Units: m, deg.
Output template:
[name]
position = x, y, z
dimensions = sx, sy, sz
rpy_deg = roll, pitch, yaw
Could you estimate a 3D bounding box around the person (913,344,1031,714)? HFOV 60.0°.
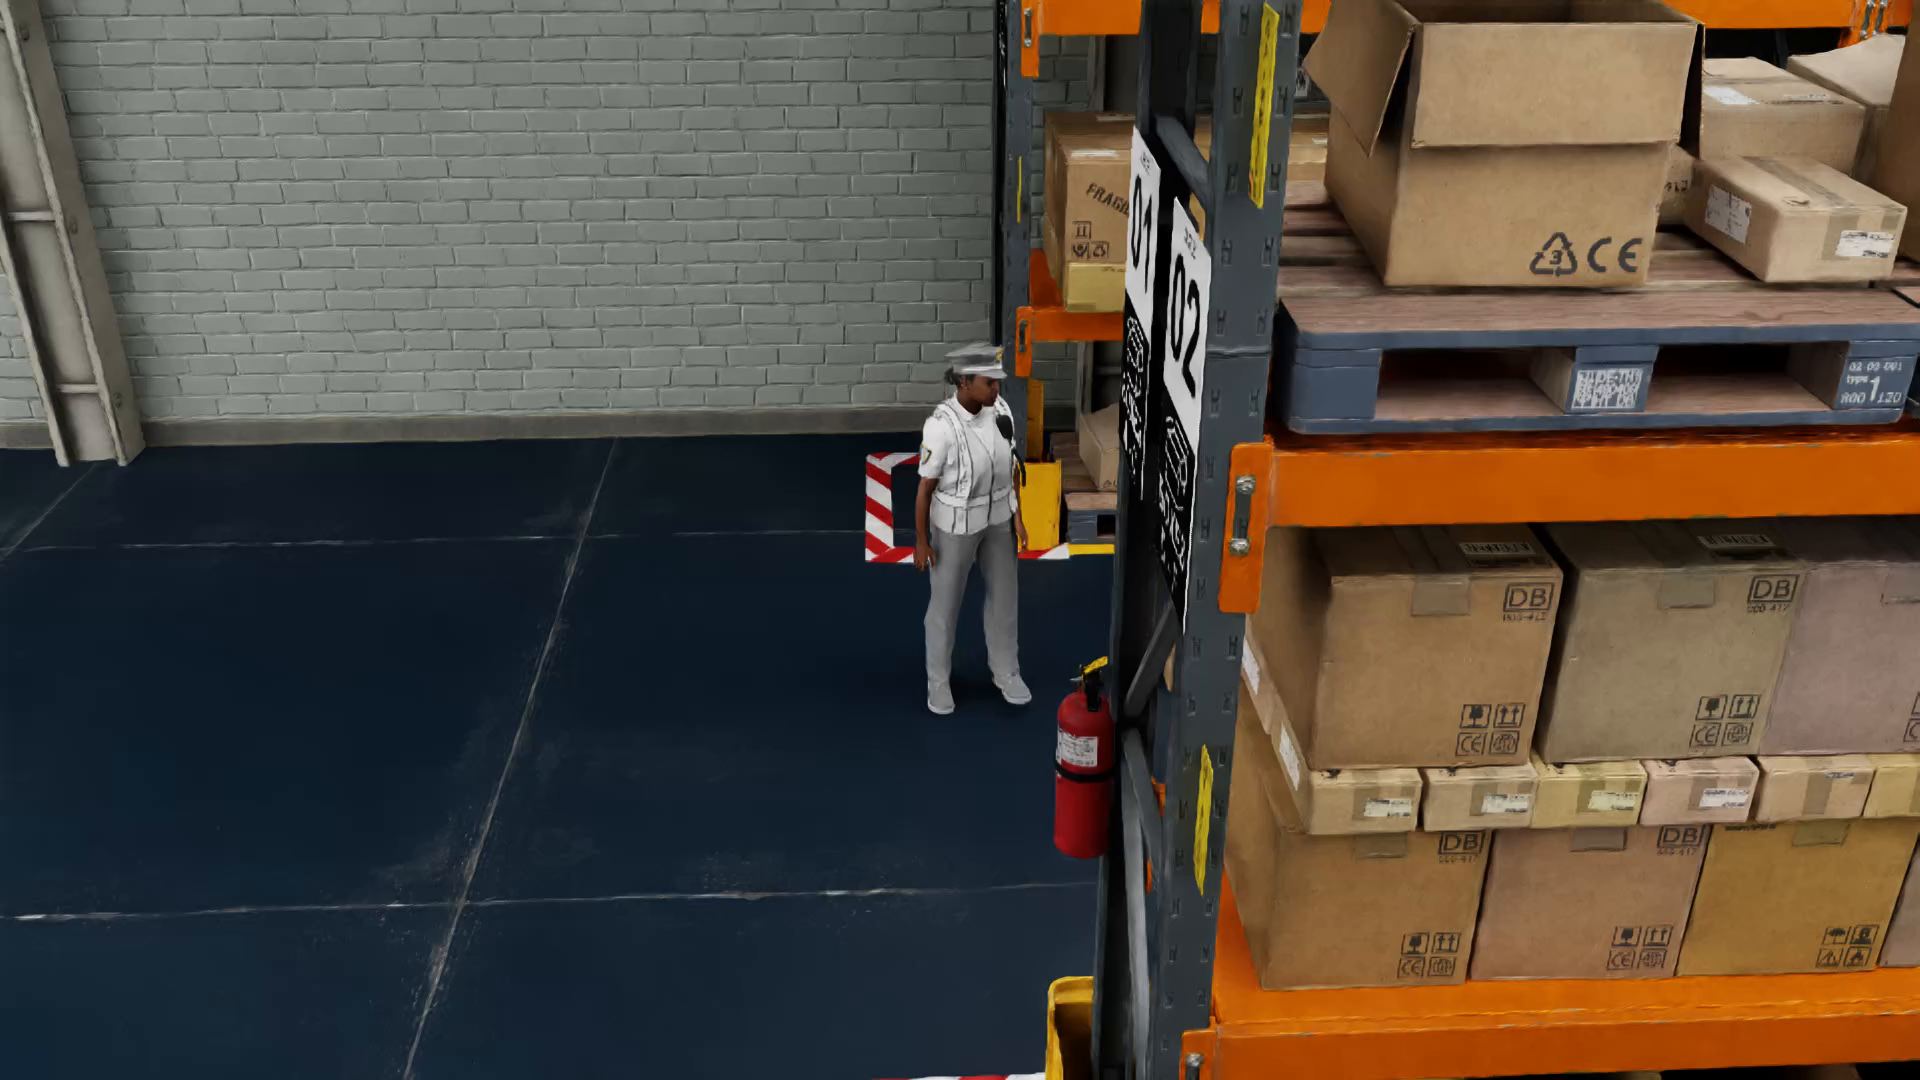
[person]
position = 0.065, -0.034, 7.127
dimensions = 0.508, 1.685, 0.484
rpy_deg = -17, 32, -30
